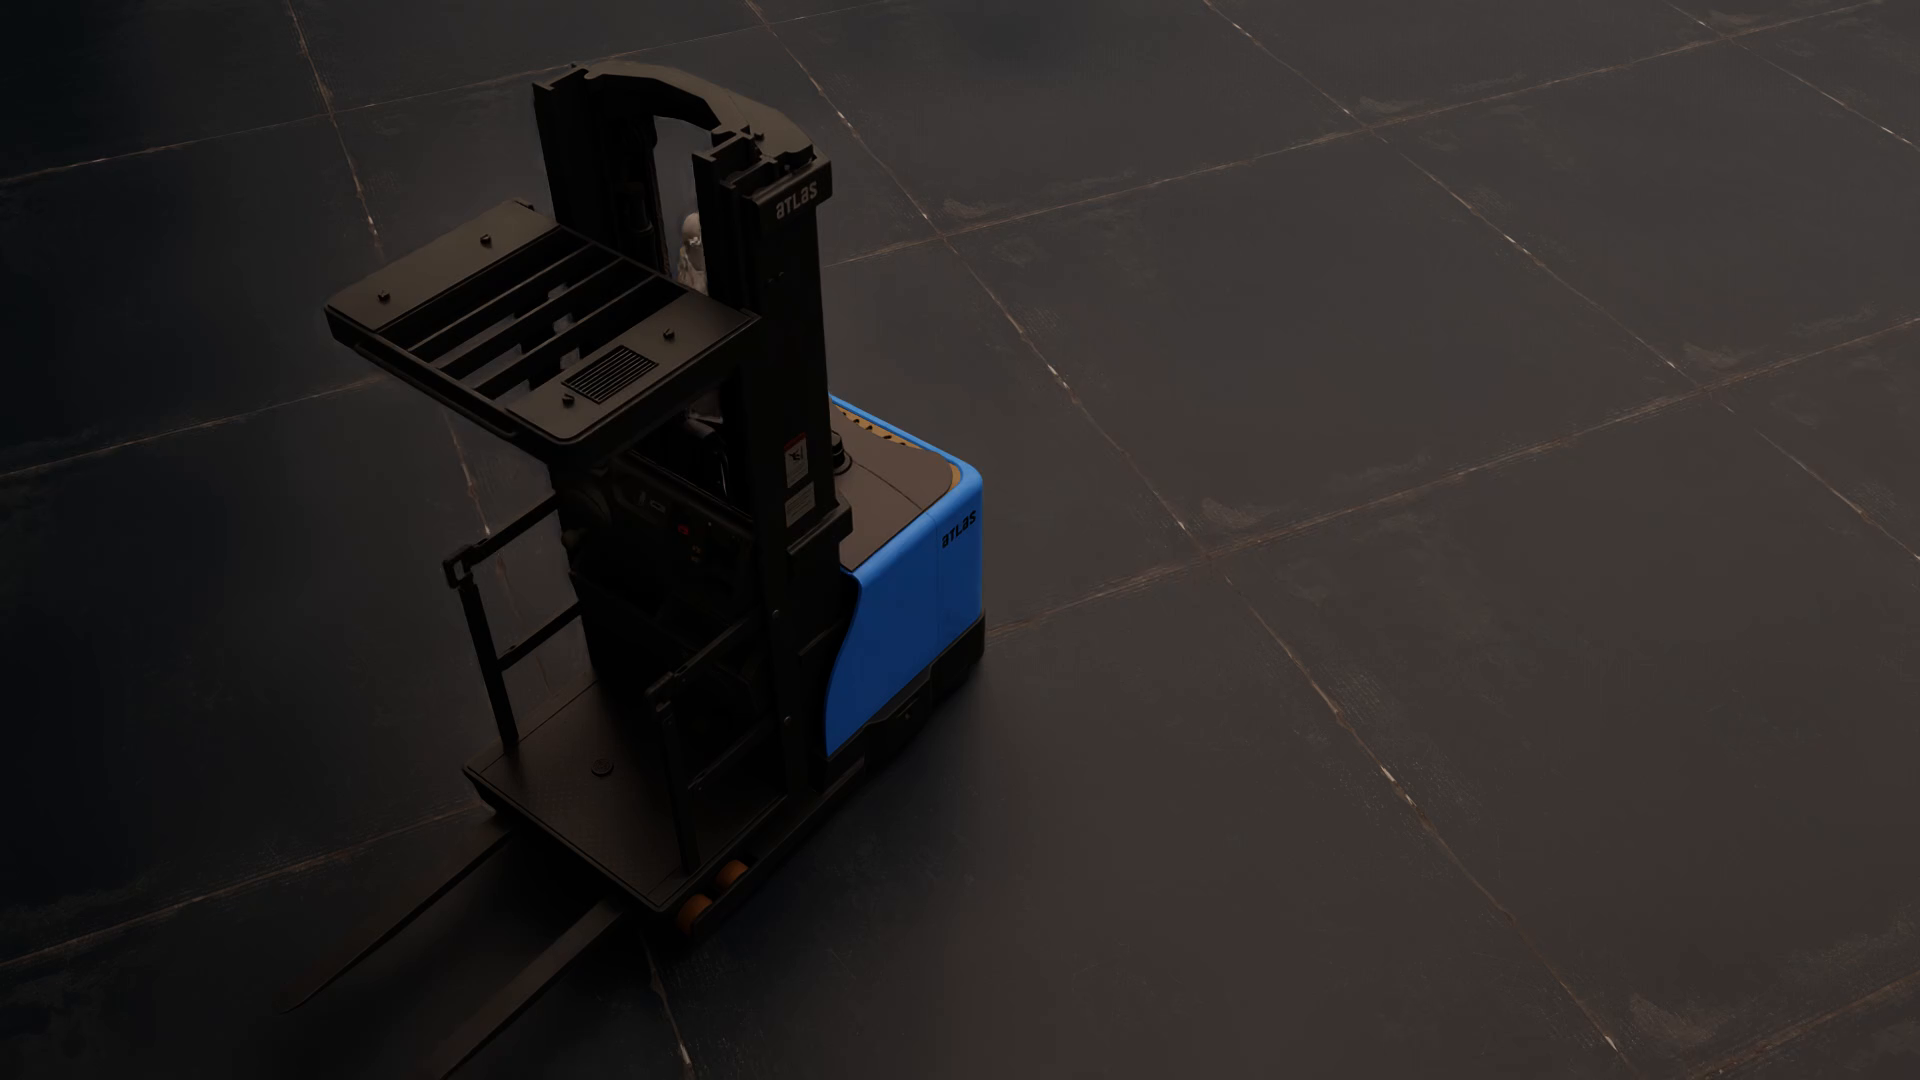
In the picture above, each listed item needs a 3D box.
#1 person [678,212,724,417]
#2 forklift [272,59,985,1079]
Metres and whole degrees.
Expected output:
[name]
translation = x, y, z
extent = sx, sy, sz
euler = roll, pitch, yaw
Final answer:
[person]
translation = -1.022, -0.978, 7.832
extent = 0.621, 1.459, 0.757
euler = -19, 46, -19
[forklift]
translation = -1.197, 0.032, 5.646
extent = 1.130, 2.935, 3.031
euler = 28, 50, 27
